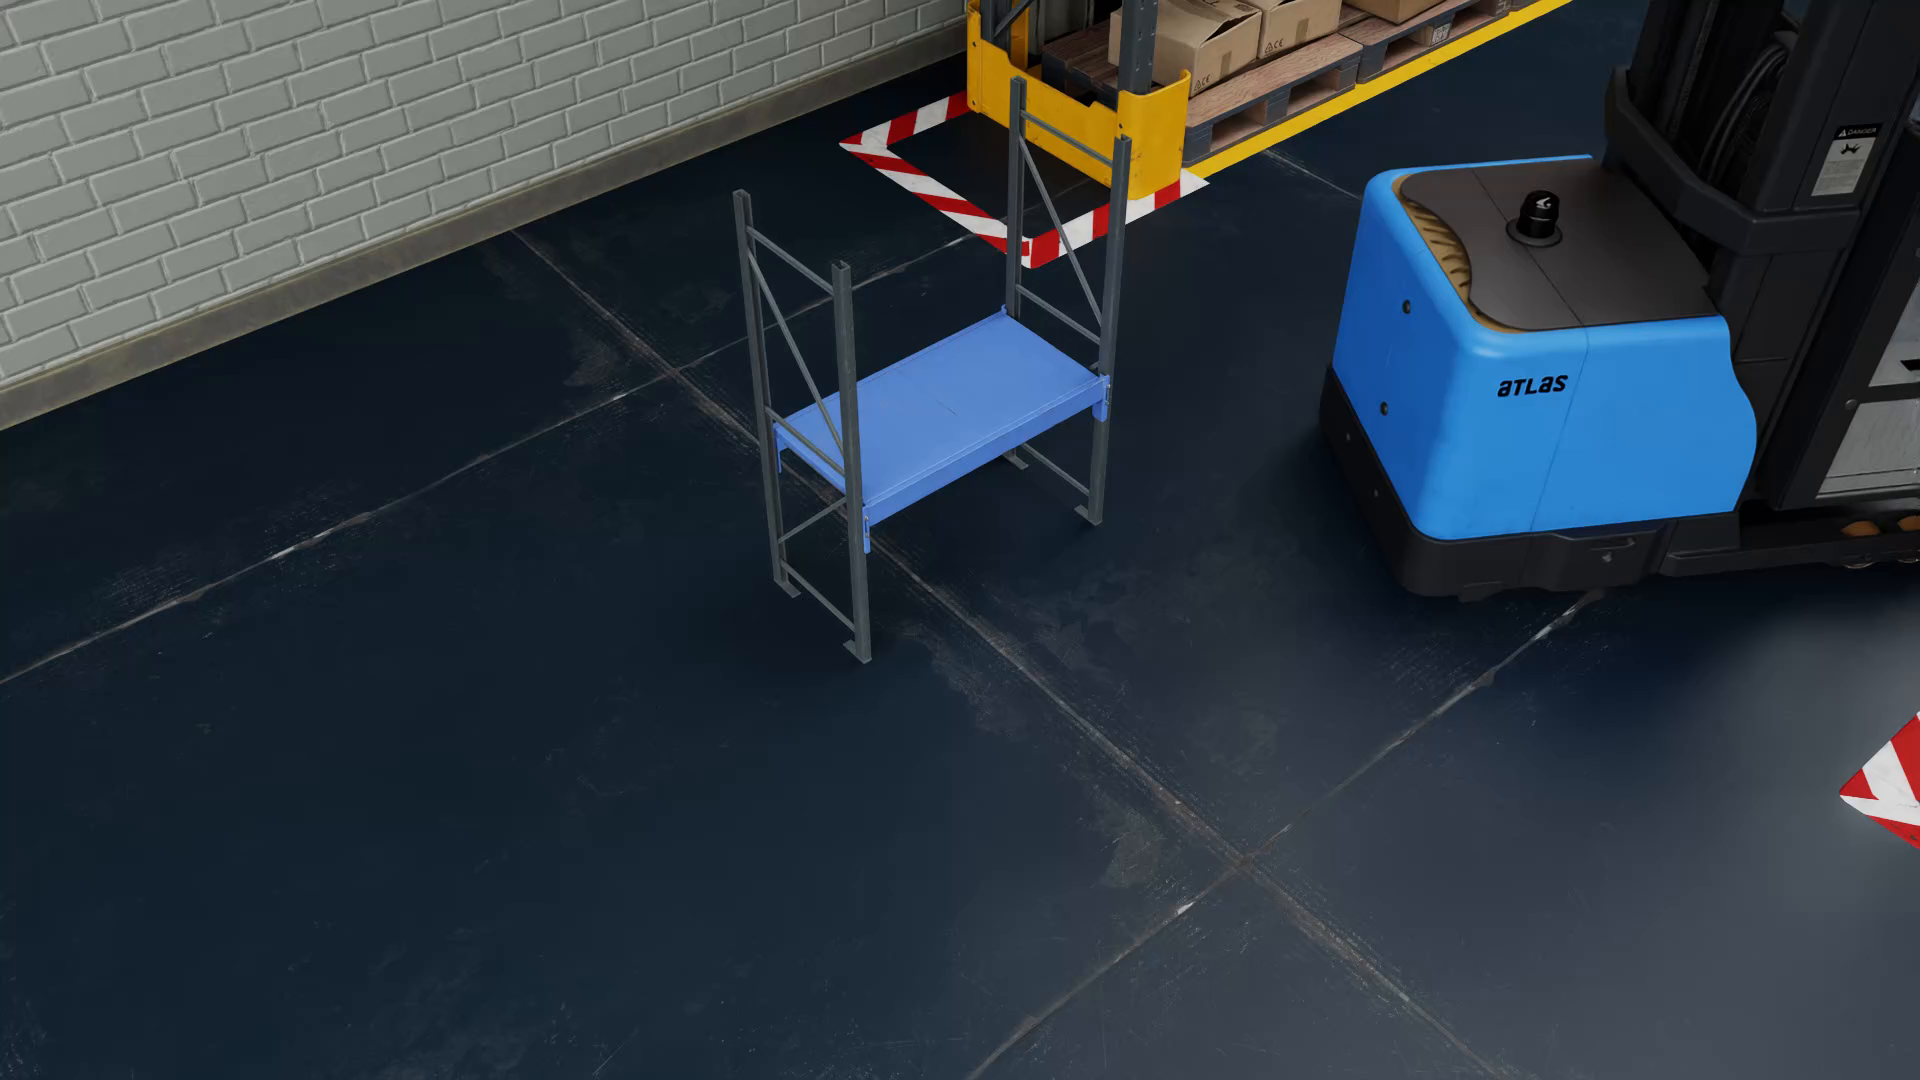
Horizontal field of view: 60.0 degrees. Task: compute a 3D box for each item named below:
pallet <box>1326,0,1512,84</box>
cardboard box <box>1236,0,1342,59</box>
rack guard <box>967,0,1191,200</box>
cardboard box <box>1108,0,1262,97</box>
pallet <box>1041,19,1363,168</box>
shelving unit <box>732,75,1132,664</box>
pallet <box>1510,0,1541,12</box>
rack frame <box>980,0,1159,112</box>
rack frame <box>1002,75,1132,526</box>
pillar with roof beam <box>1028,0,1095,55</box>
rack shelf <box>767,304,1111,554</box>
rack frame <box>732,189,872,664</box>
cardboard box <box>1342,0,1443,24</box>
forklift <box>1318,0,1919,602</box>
[{"bbox_3d":[2.094,-2.815,8.593,1.213,0.211,1.003,-30,51,-28],"label":"pallet"},{"bbox_3d":[1.480,-2.614,7.985,0.500,0.311,0.500,-26,49,-25],"label":"cardboard box"},{"bbox_3d":[0.513,-2.049,7.566,0.348,0.500,1.175,-30,51,-28],"label":"rack guard"},{"bbox_3d":[1.043,-2.364,7.718,0.500,0.311,0.500,33,52,30],"label":"cardboard box"},{"bbox_3d":[1.159,-2.282,8.025,1.213,0.211,1.003,-30,51,-28],"label":"pallet"},{"bbox_3d":[-0.065,-0.509,5.197,1.048,1.500,0.538,-30,51,-28],"label":"shelving unit"},{"bbox_3d":[3.030,-3.354,9.167,1.213,0.211,1.003,-30,51,-28],"label":"pallet"},{"bbox_3d":[0.454,-2.927,6.675,0.127,3.000,1.000,-30,51,-28],"label":"rack frame"},{"bbox_3d":[0.325,-0.732,5.434,0.032,1.500,0.500,-30,51,-28],"label":"rack frame"},{"bbox_3d":[3.198,-3.615,3.025,0.400,9.000,9.100,-30,51,-28],"label":"pillar with roof beam"},{"bbox_3d":[-0.065,-0.378,5.320,1.000,0.185,0.538,-30,51,-28],"label":"rack shelf"},{"bbox_3d":[-0.455,-0.286,4.959,0.032,1.500,0.500,-30,51,-28],"label":"rack frame"},{"bbox_3d":[2.075,-2.979,8.235,0.500,0.500,0.700,-33,52,-30],"label":"cardboard box"},{"bbox_3d":[2.881,-1.325,5.020,3.031,2.935,1.130,-6,44,-6],"label":"forklift"}]
